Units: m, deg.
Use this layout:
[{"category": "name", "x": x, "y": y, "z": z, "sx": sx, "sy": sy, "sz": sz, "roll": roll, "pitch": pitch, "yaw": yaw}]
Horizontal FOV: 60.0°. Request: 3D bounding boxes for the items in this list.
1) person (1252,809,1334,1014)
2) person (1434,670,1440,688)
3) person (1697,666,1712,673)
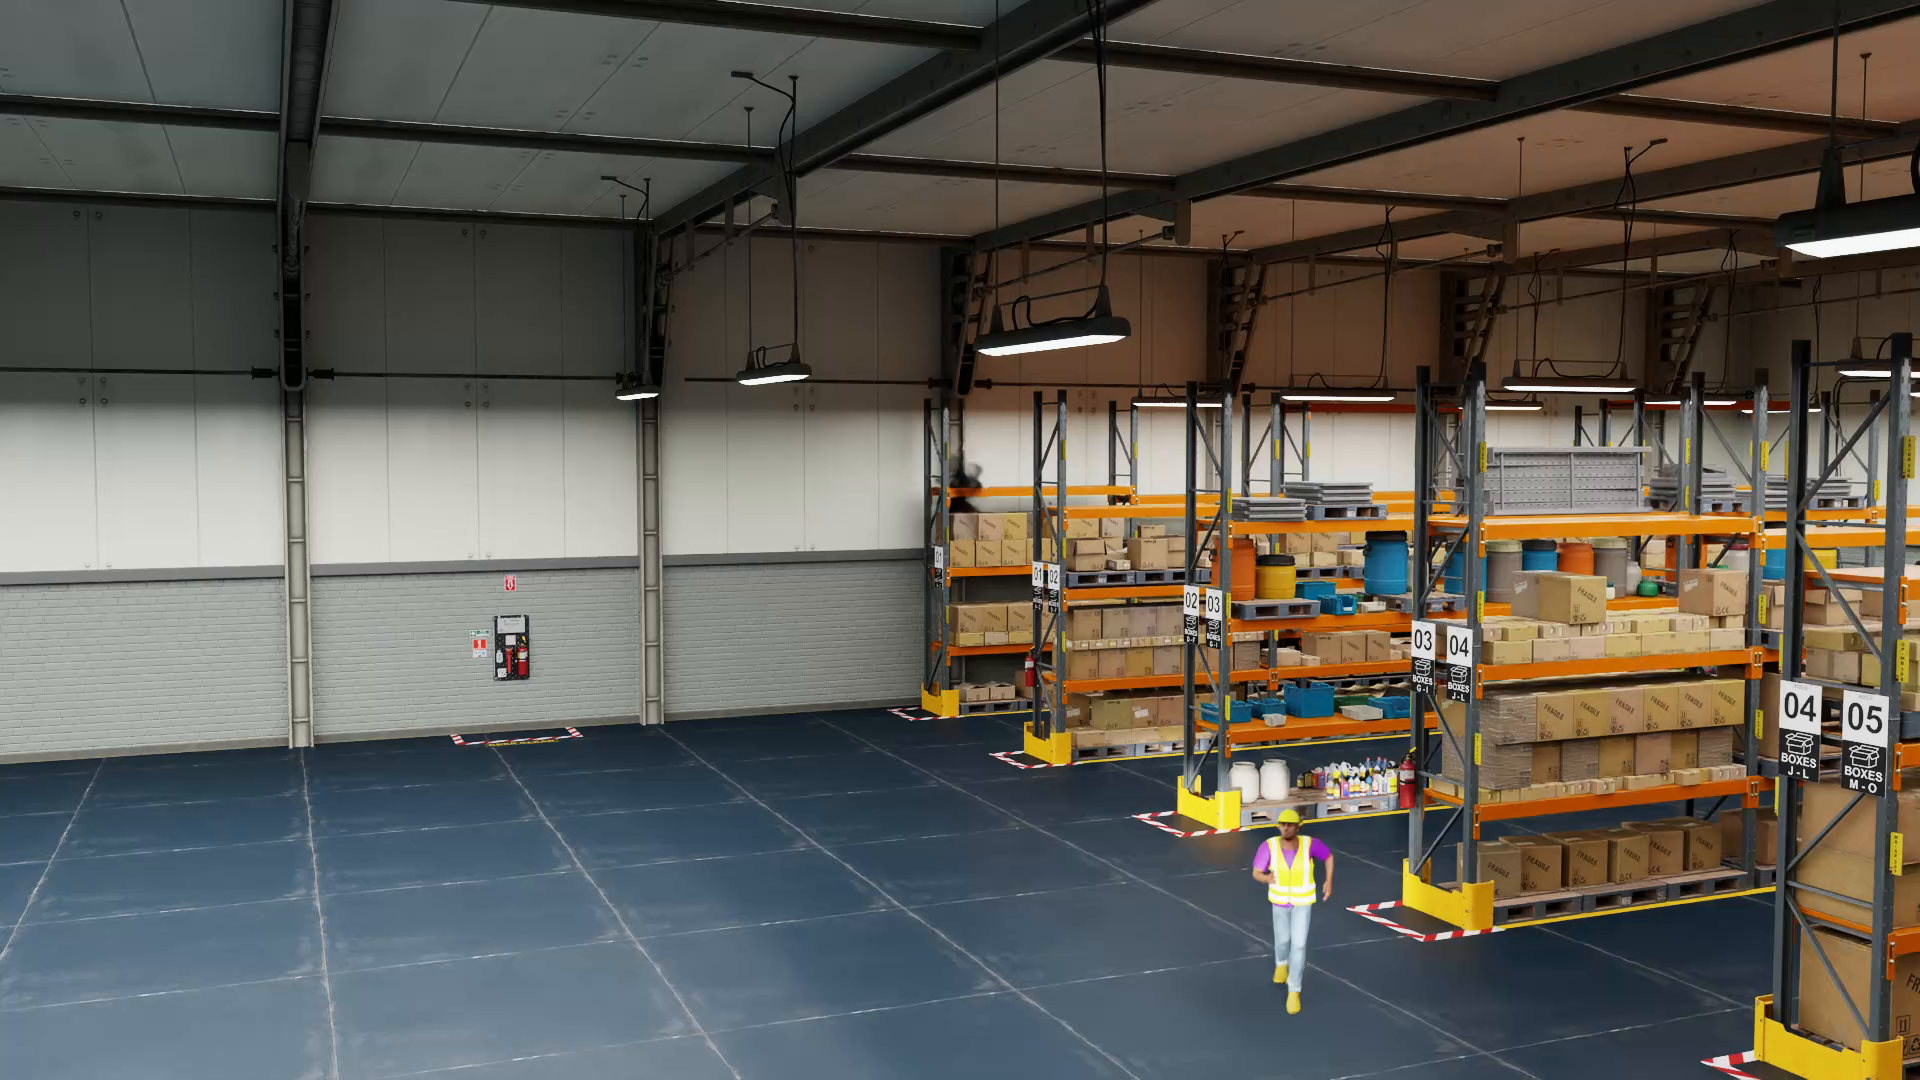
[{"category": "person", "x": 3.084, "y": 3.374, "z": 15.422, "sx": 0.712, "sy": 1.813, "sz": 0.911, "roll": 1, "pitch": 4, "yaw": 19}, {"category": "person", "x": 9.653, "y": 2.371, "z": 33.446, "sx": 0.782, "sy": 1.679, "sz": 0.578, "roll": -2, "pitch": 4, "yaw": -35}, {"category": "person", "x": 13.273, "y": 2.636, "z": 29.902, "sx": 0.545, "sy": 1.559, "sz": 0.535, "roll": -2, "pitch": 4, "yaw": -30}]
